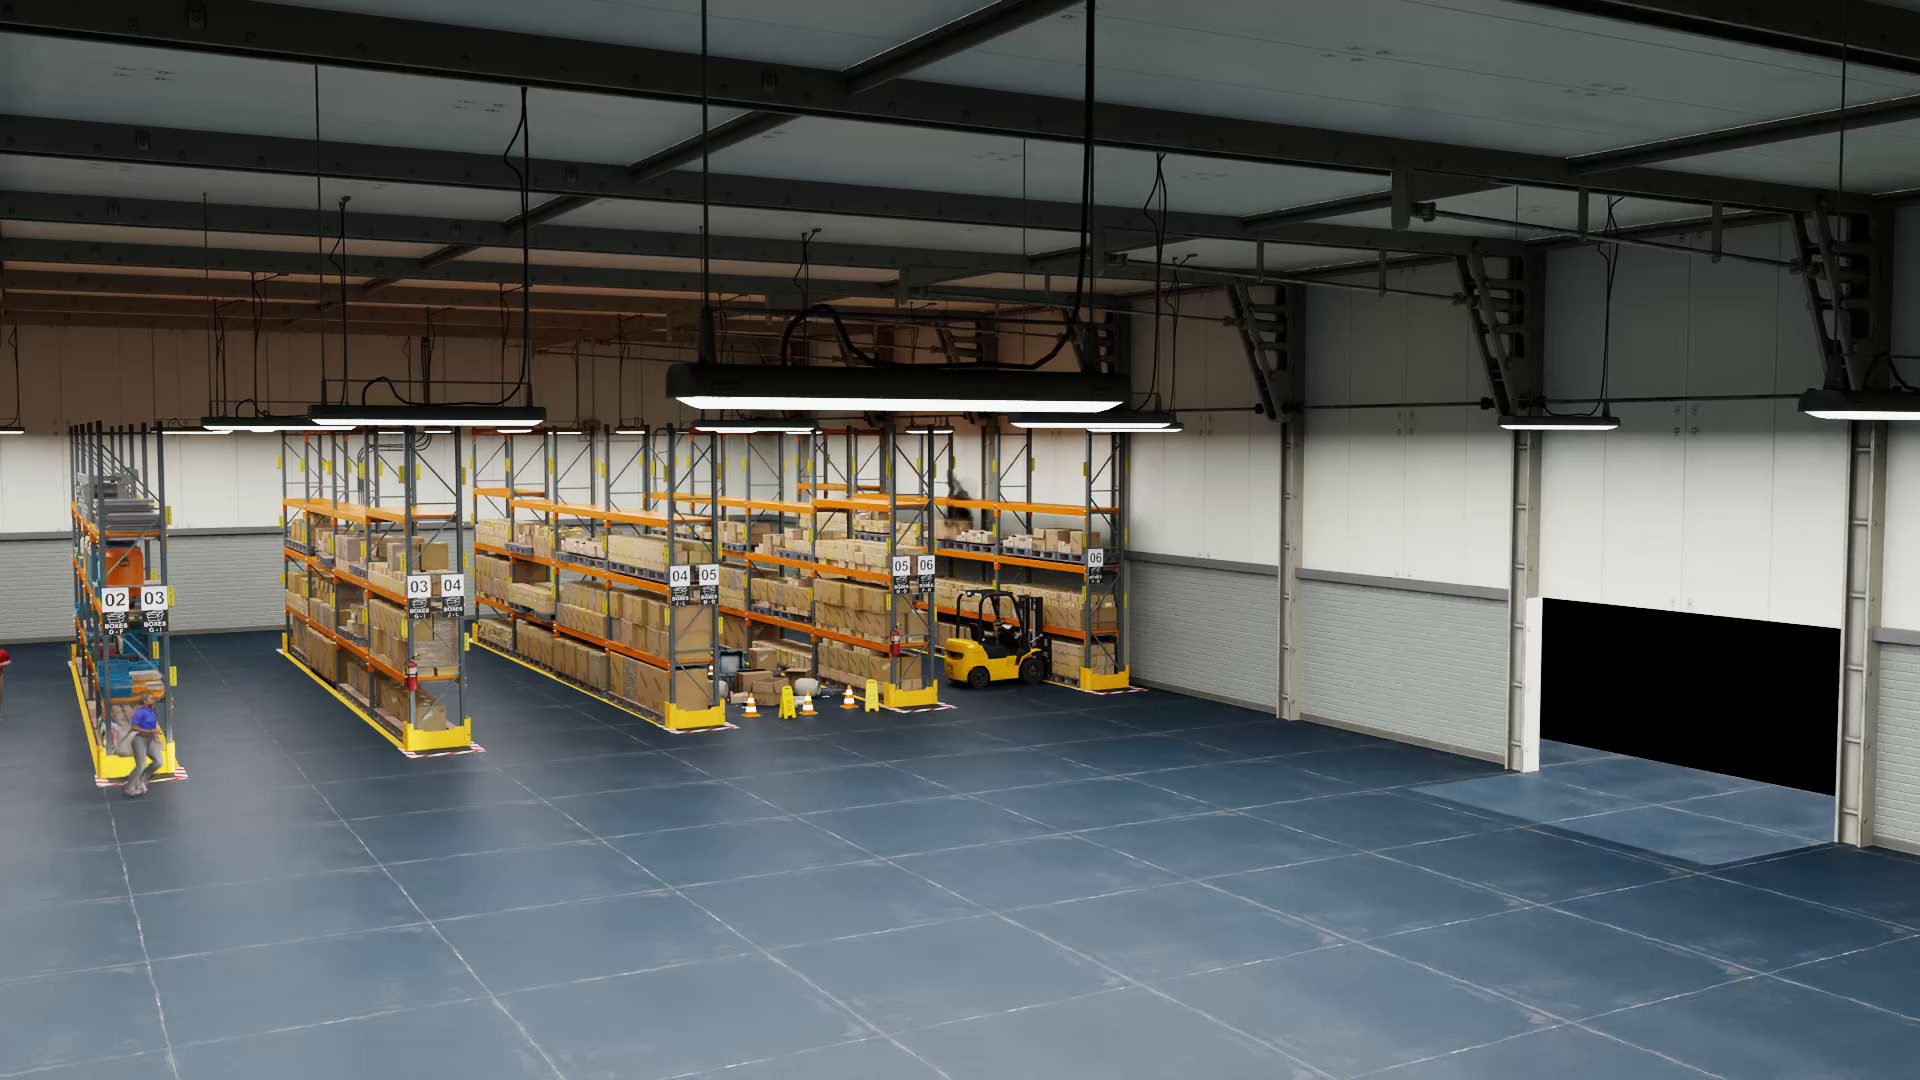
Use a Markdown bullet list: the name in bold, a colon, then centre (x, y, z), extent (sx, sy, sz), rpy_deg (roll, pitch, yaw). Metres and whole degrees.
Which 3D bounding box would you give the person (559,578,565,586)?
- **person**: centre (-11.180, 1.949, 46.804), extent (0.663, 1.757, 0.782), rpy_deg (-3, 5, -39)

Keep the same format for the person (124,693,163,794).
- **person**: centre (-13.086, 3.267, 26.786), extent (0.578, 1.610, 0.573), rpy_deg (1, 4, 10)

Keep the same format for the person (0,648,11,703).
- **person**: centre (-19.402, 2.831, 33.376), extent (0.641, 1.795, 0.789), rpy_deg (-2, 4, -32)
